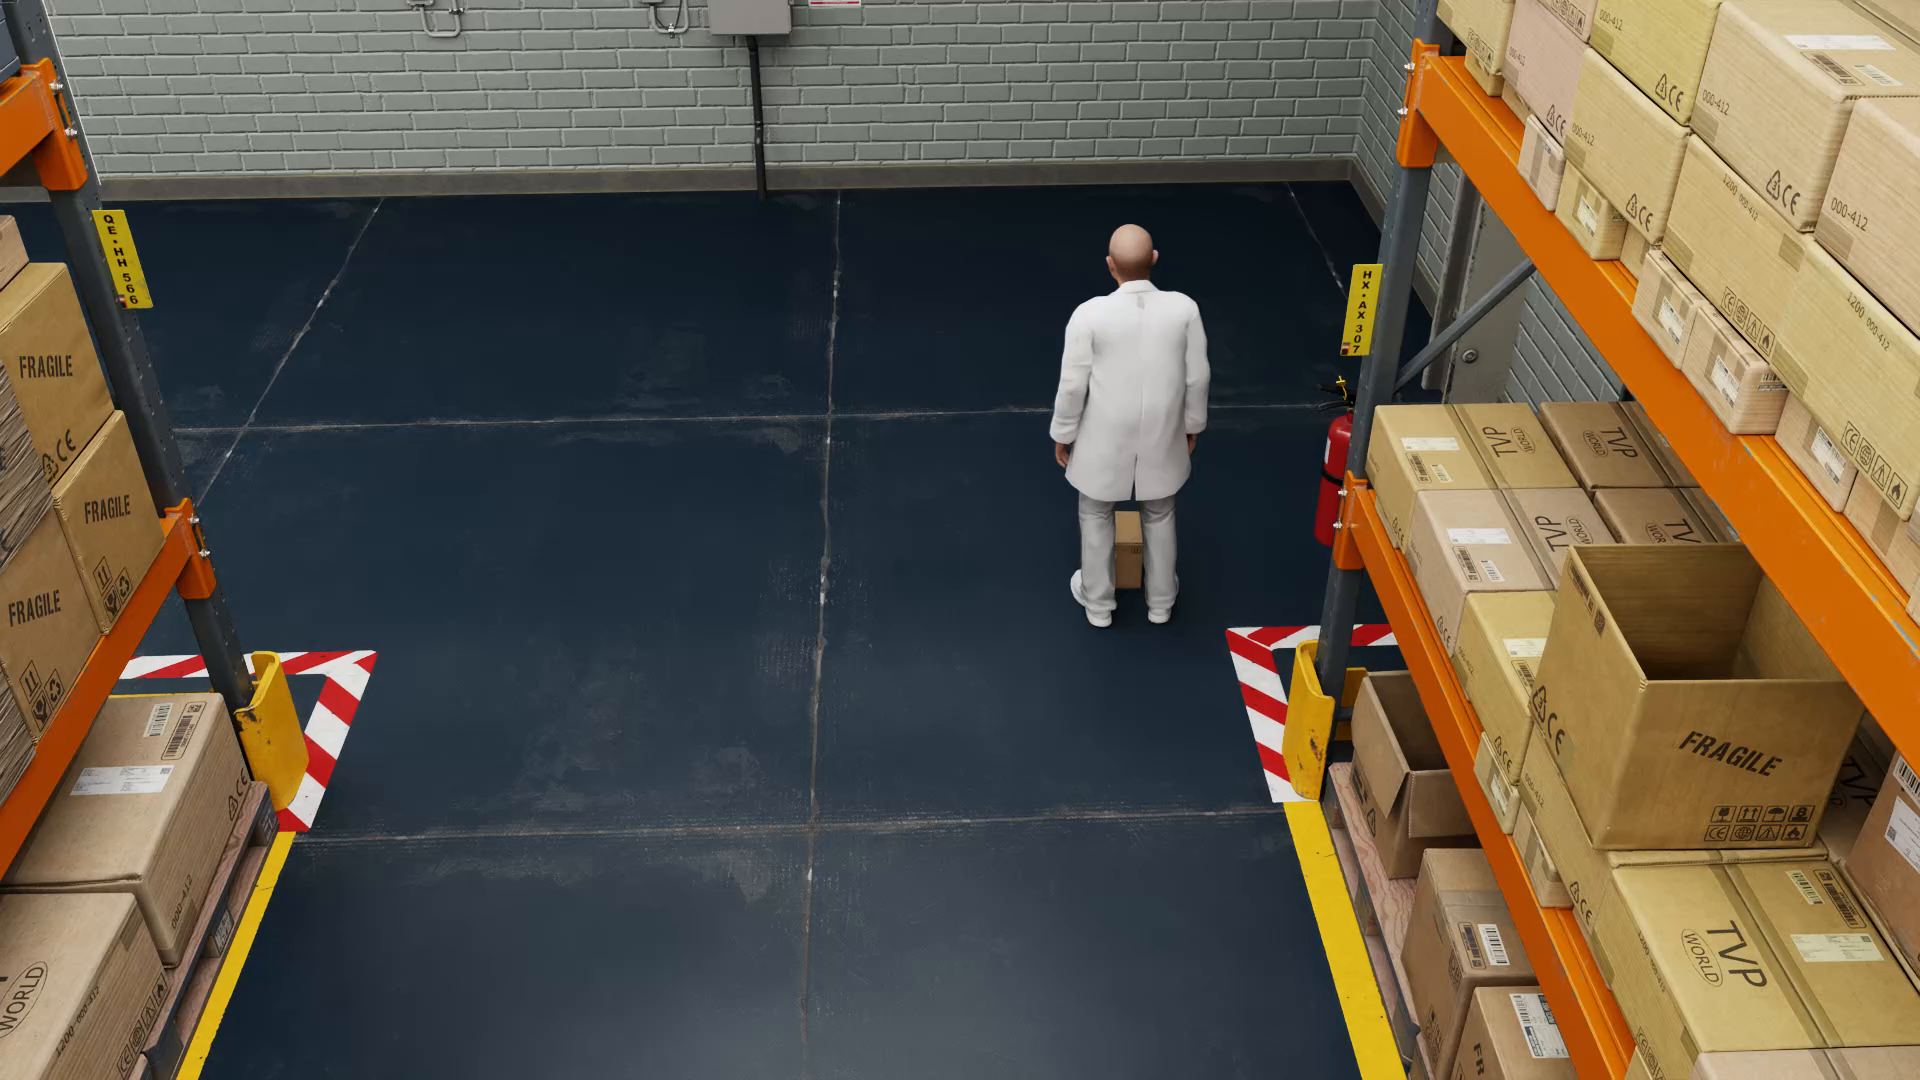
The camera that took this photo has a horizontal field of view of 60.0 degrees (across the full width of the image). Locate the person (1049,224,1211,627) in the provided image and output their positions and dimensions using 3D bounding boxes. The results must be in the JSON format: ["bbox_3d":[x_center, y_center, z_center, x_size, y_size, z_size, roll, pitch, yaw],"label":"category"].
[{"bbox_3d":[0.685,-0.426,6.801,0.648,1.740,0.425,-4,35,-5],"label":"person"}]
